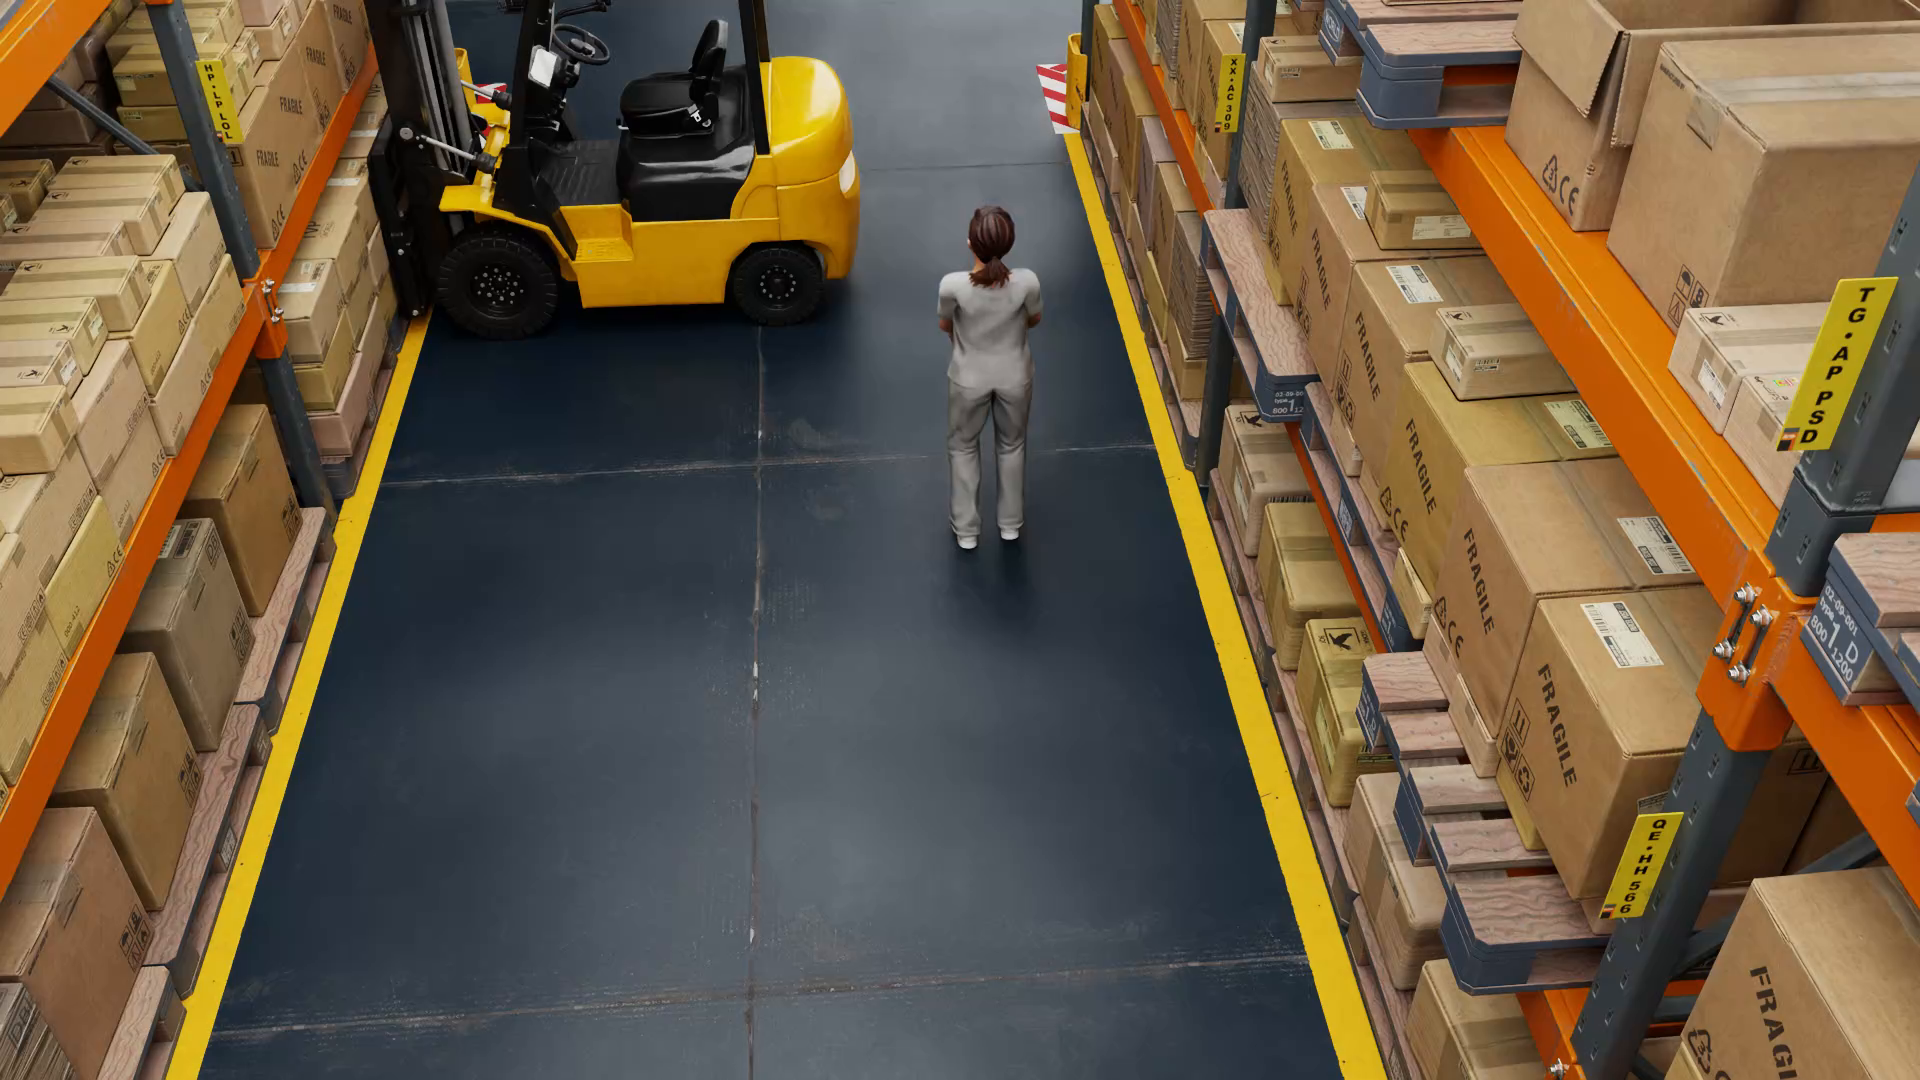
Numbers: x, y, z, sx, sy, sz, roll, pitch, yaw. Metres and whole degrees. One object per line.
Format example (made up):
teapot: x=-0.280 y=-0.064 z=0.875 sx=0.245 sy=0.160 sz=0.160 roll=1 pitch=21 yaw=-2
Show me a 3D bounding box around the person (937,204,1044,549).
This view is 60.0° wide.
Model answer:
person: x=0.121 y=-0.711 z=7.035 sx=0.437 sy=1.665 sz=0.549 roll=-3 pitch=39 yaw=-3
